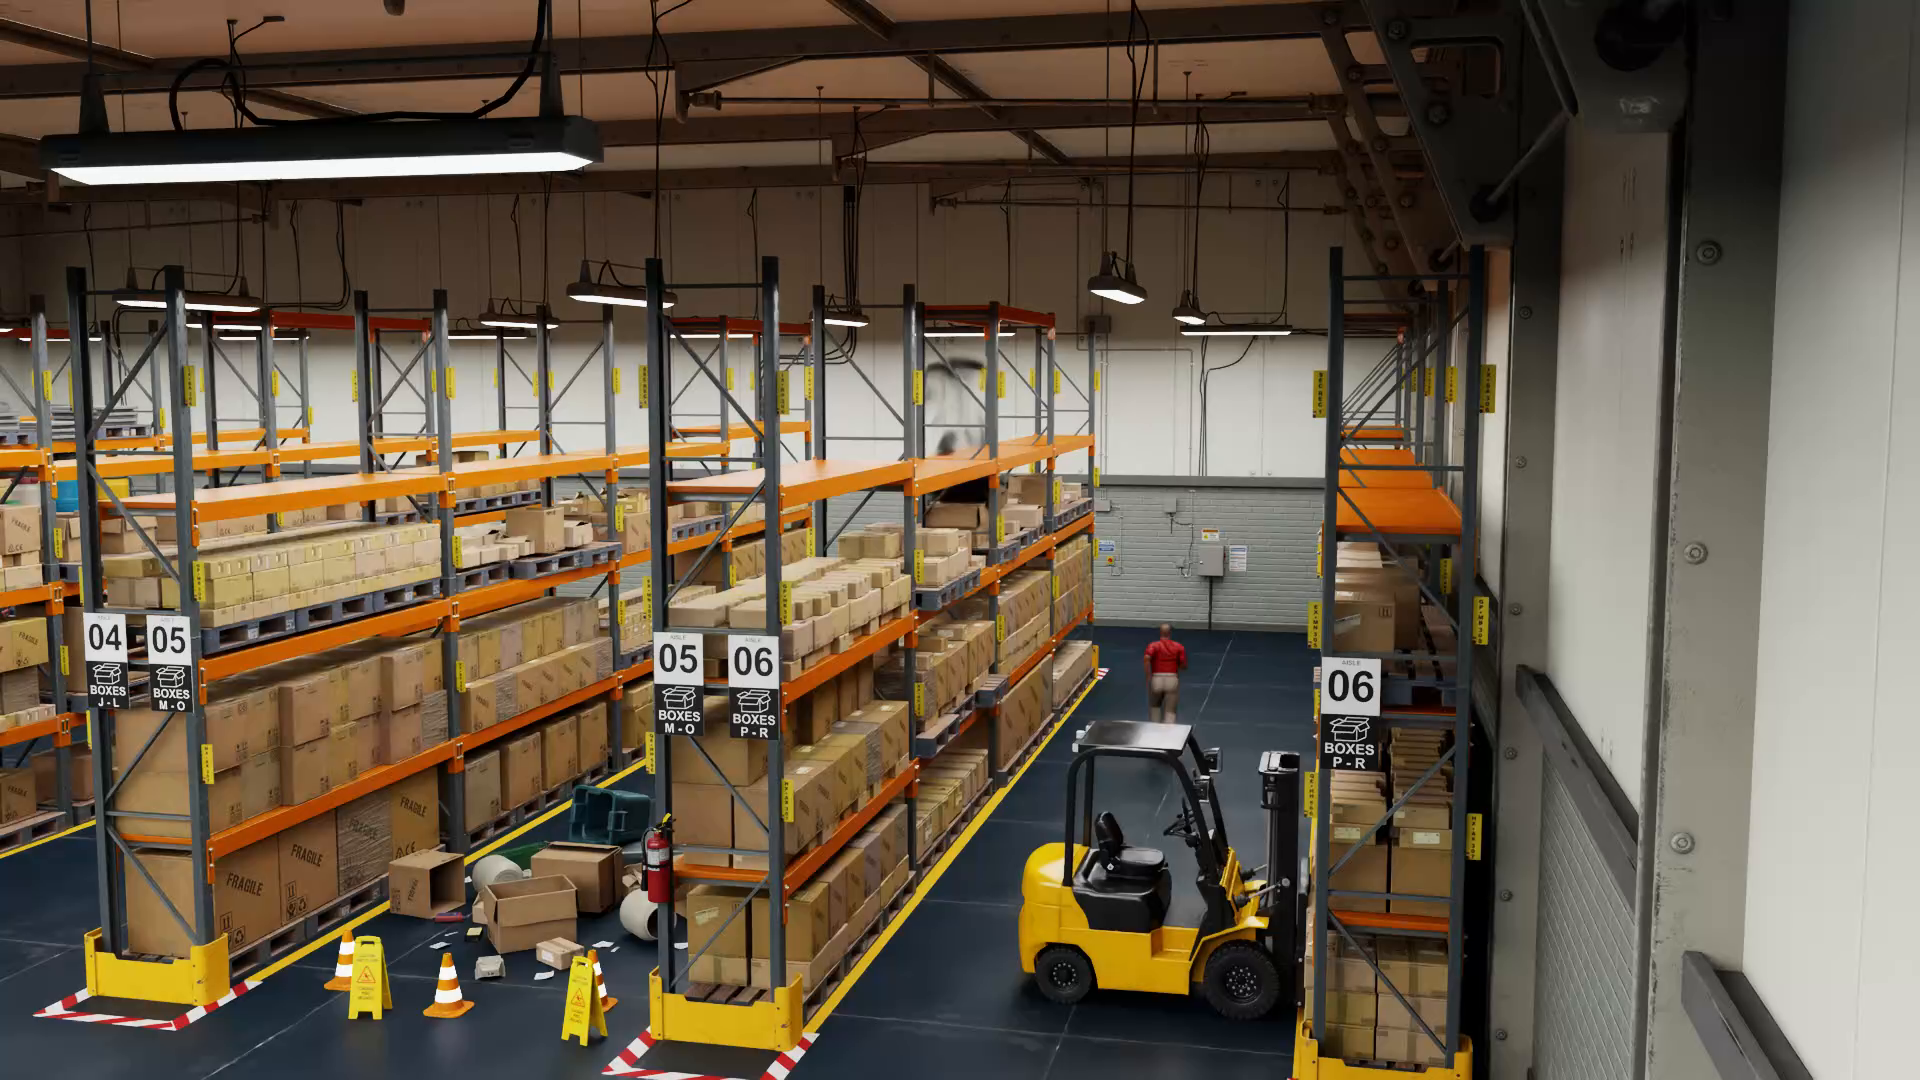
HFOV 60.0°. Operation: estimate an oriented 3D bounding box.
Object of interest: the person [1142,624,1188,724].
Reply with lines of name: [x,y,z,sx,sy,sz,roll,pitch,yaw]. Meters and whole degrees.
person: [2.795,2.035,22.637,0.600,1.783,0.837,1,6,10]
